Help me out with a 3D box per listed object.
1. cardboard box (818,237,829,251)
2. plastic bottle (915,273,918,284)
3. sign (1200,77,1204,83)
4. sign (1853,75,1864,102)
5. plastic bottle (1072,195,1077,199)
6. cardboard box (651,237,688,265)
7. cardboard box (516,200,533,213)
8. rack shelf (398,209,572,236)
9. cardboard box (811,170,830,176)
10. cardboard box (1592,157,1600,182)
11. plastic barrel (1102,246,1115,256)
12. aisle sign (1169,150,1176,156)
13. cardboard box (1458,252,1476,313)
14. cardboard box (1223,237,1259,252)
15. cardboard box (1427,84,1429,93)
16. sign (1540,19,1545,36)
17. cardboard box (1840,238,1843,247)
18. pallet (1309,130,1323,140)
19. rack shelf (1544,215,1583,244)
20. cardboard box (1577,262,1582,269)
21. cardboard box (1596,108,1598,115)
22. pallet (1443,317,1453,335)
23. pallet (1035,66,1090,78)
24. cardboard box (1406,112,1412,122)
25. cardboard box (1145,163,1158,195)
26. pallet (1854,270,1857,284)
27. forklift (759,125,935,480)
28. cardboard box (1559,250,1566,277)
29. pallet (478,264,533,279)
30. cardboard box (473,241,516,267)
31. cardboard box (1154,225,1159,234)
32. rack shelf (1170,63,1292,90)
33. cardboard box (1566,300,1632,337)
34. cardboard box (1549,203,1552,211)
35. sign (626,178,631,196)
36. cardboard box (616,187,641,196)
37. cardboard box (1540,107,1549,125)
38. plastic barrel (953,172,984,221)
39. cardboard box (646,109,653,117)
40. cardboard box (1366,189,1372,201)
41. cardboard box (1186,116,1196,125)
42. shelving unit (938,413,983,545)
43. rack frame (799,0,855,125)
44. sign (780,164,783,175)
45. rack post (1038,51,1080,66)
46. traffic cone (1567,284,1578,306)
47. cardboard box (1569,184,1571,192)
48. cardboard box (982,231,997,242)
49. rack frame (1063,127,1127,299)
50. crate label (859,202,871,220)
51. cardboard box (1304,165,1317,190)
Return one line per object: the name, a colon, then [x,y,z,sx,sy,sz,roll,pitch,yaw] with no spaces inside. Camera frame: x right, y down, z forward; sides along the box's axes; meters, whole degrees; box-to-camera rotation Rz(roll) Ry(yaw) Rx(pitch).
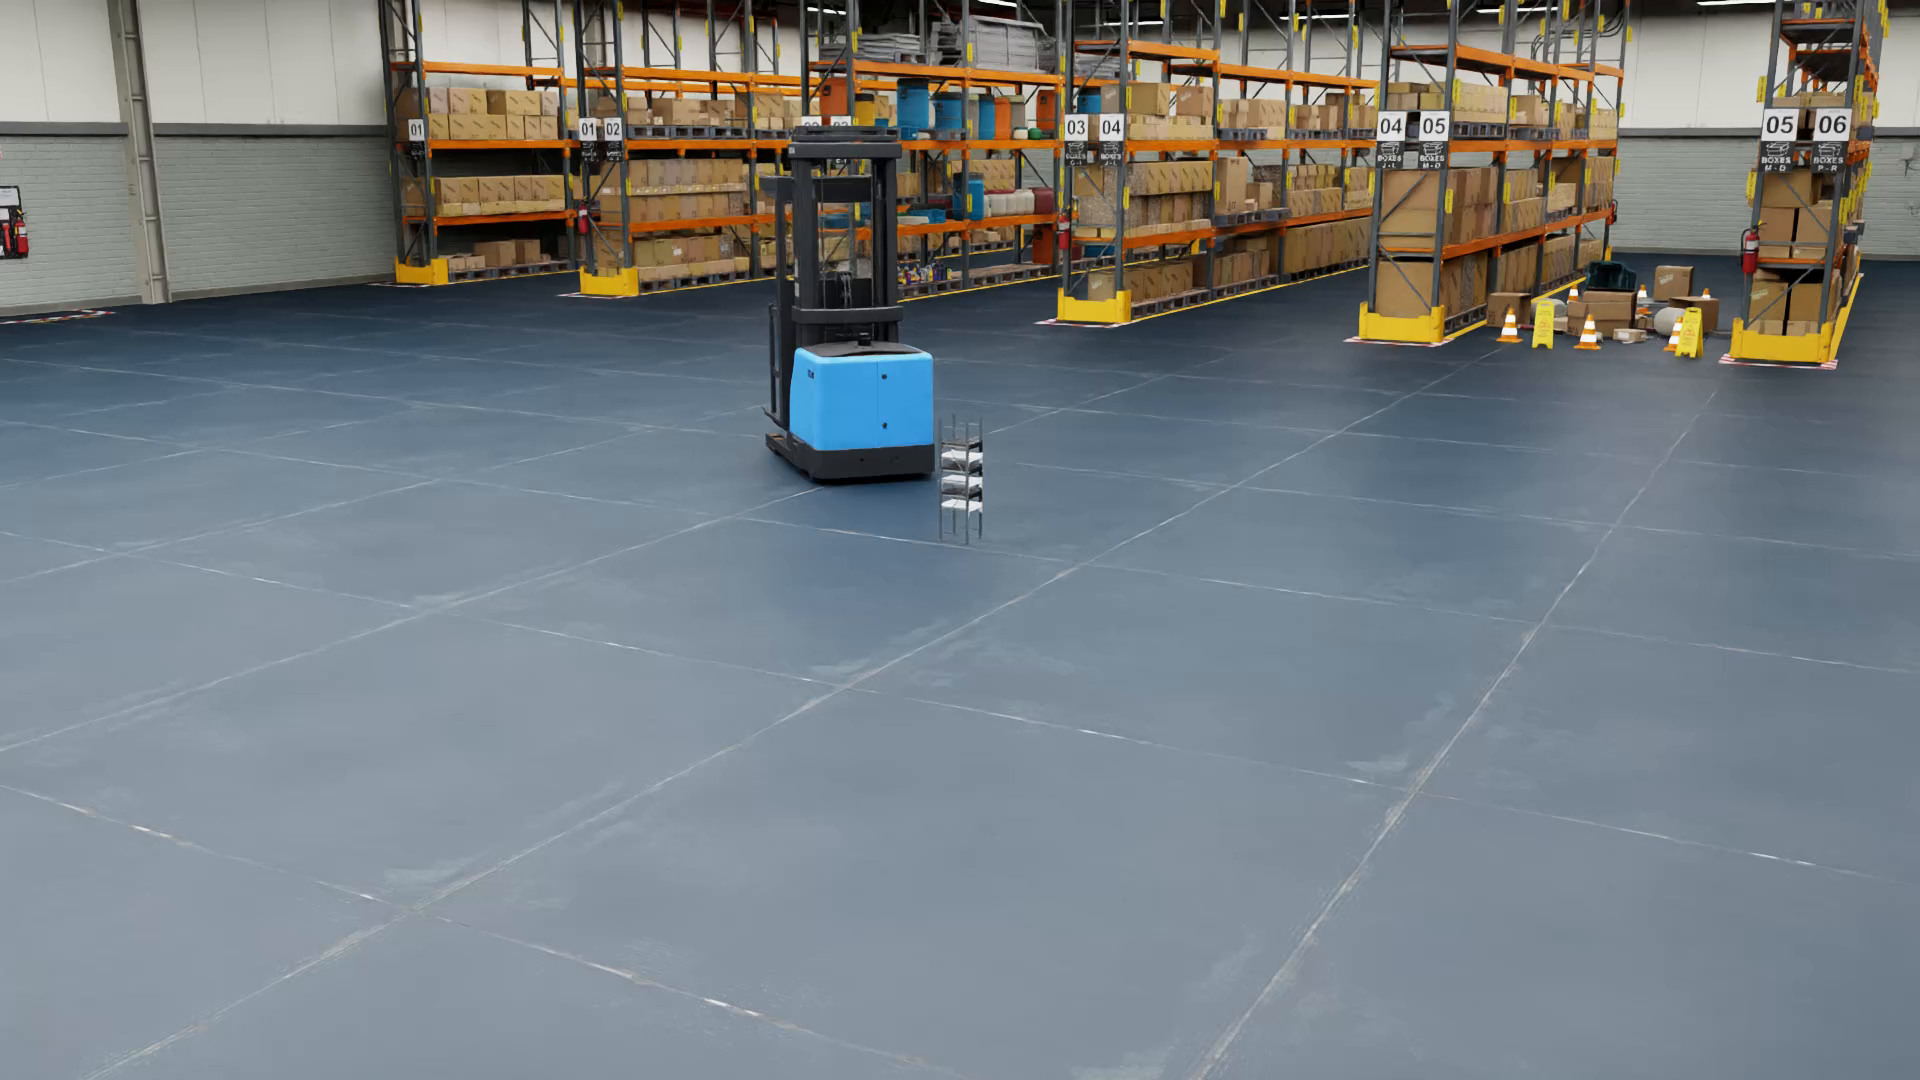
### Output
cardboard box: [-3.225,-6.520,36.451,0.500,0.311,0.500,7,15,28]
plastic bottle: [-0.817,-4.824,30.673,0.097,0.201,0.097,0,14,0]
sign: [5.996,-11.505,41.245,0.100,0.325,0.005,7,15,28]
sign: [11.258,-5.660,20.845,0.100,0.325,0.005,7,15,28]
plastic bottle: [2.568,-7.682,37.763,0.152,0.276,0.135,7,15,28]
cardboard box: [-5.638,-5.608,32.265,0.500,0.500,0.500,7,15,28]
cardboard box: [-9.409,-7.064,35.214,0.500,0.250,0.500,7,15,28]
rack shelf: [-9.934,-6.705,34.982,1.077,0.370,4.000,7,15,28]
cardboard box: [-4.122,-9.661,45.069,0.980,0.700,0.700,7,15,25]
cardboard box: [13.141,-7.793,34.975,0.500,0.500,0.500,8,16,29]
plastic barrel: [3.295,-7.059,38.493,0.600,0.901,0.708,7,15,28]
aisle sign: [5.281,-10.117,42.052,0.394,0.787,0.004,7,15,28]
cardboard box: [7.536,-4.064,26.127,0.875,0.875,0.875,8,15,28]
cardboard box: [5.430,-5.715,32.133,0.500,0.250,0.500,9,16,34]
cardboard box: [6.758,-6.670,24.627,0.380,0.149,0.250,7,15,28]
sign: [11.735,-10.315,33.456,0.100,0.325,0.005,7,15,28]
cardboard box: [12.713,-4.384,24.356,0.380,0.149,0.250,8,16,29]
pallet: [6.778,-8.337,34.216,1.003,0.211,1.213,8,16,31]
rack shelf: [11.235,-6.080,32.389,1.077,0.370,4.000,7,15,28]
cardboard box: [12.659,-5.697,34.451,0.380,0.149,0.250,7,15,26]
cardboard box: [12.952,-8.853,34.357,0.380,0.149,0.250,7,15,26]
pallet: [6.719,-3.196,24.839,1.003,0.211,1.213,7,15,28]
pallet: [2.015,-9.938,35.313,1.213,0.211,1.003,7,15,28]
cardboard box: [6.265,-6.074,23.854,0.380,0.149,0.250,7,15,28]
cardboard box: [2.860,-5.824,26.810,0.500,0.500,0.500,7,15,28]
pallet: [17.608,-5.343,33.746,1.003,0.211,1.213,7,15,28]
forklift: [-1.167,-2.231,15.032,1.130,2.935,3.031,-5,14,-18]
cardboard box: [11.564,-5.439,32.631,0.500,0.500,0.500,7,15,27]
pallet: [-9.850,-5.717,35.296,1.003,0.211,1.213,7,15,28]
cardboard box: [-9.814,-6.037,35.069,0.700,0.500,0.500,6,15,25]
cardboard box: [3.052,-5.128,27.438,0.380,0.149,0.250,7,15,28]
rack shelf: [5.008,-8.564,30.746,1.077,0.370,4.000,7,15,28]
cardboard box: [9.415,-3.272,24.531,0.797,0.503,0.637,-3,14,-11]
cardboard box: [10.921,-6.281,31.327,0.380,0.149,0.250,8,16,31]
sign: [-6.080,-6.479,30.494,0.100,0.325,0.005,7,15,28]
cardboard box: [-6.184,-6.504,31.015,0.380,0.149,0.250,7,15,28]
cardboard box: [10.025,-7.439,29.170,0.500,0.311,0.500,7,15,28]
plastic barrel: [0.157,-6.632,32.071,0.600,0.901,0.708,7,15,28]
cardboard box: [-5.968,-8.152,32.041,0.500,0.311,0.500,10,17,35]
cardboard box: [9.100,-7.870,37.963,0.500,0.250,0.500,7,15,28]
cardboard box: [3.771,-7.096,28.137,0.380,0.149,0.250,7,15,26]
shelving unit: [0.004,-0.439,11.935,0.258,0.900,0.210,7,15,28]
rack frame: [-2.228,-8.439,27.836,1.000,3.000,0.127,7,15,28]
sign: [-4.620,-9.572,43.034,0.100,0.325,0.005,7,15,28]
rack post: [1.953,-10.197,35.289,0.954,0.300,0.937,7,15,28]
traffic cone: [10.304,-4.070,27.928,0.336,0.463,0.334,7,15,28]
cardboard box: [11.923,-6.999,33.036,0.380,0.149,0.250,7,15,26]
cardboard box: [0.639,-7.913,43.384,0.500,0.250,0.500,7,15,28]
rack frame: [2.107,-4.961,26.212,1.000,3.000,0.127,7,15,28]
crate label: [-1.575,-5.948,30.229,0.502,0.435,0.616,7,15,28]
cardboard box: [6.978,-7.559,34.632,0.797,0.503,0.637,8,16,30]
